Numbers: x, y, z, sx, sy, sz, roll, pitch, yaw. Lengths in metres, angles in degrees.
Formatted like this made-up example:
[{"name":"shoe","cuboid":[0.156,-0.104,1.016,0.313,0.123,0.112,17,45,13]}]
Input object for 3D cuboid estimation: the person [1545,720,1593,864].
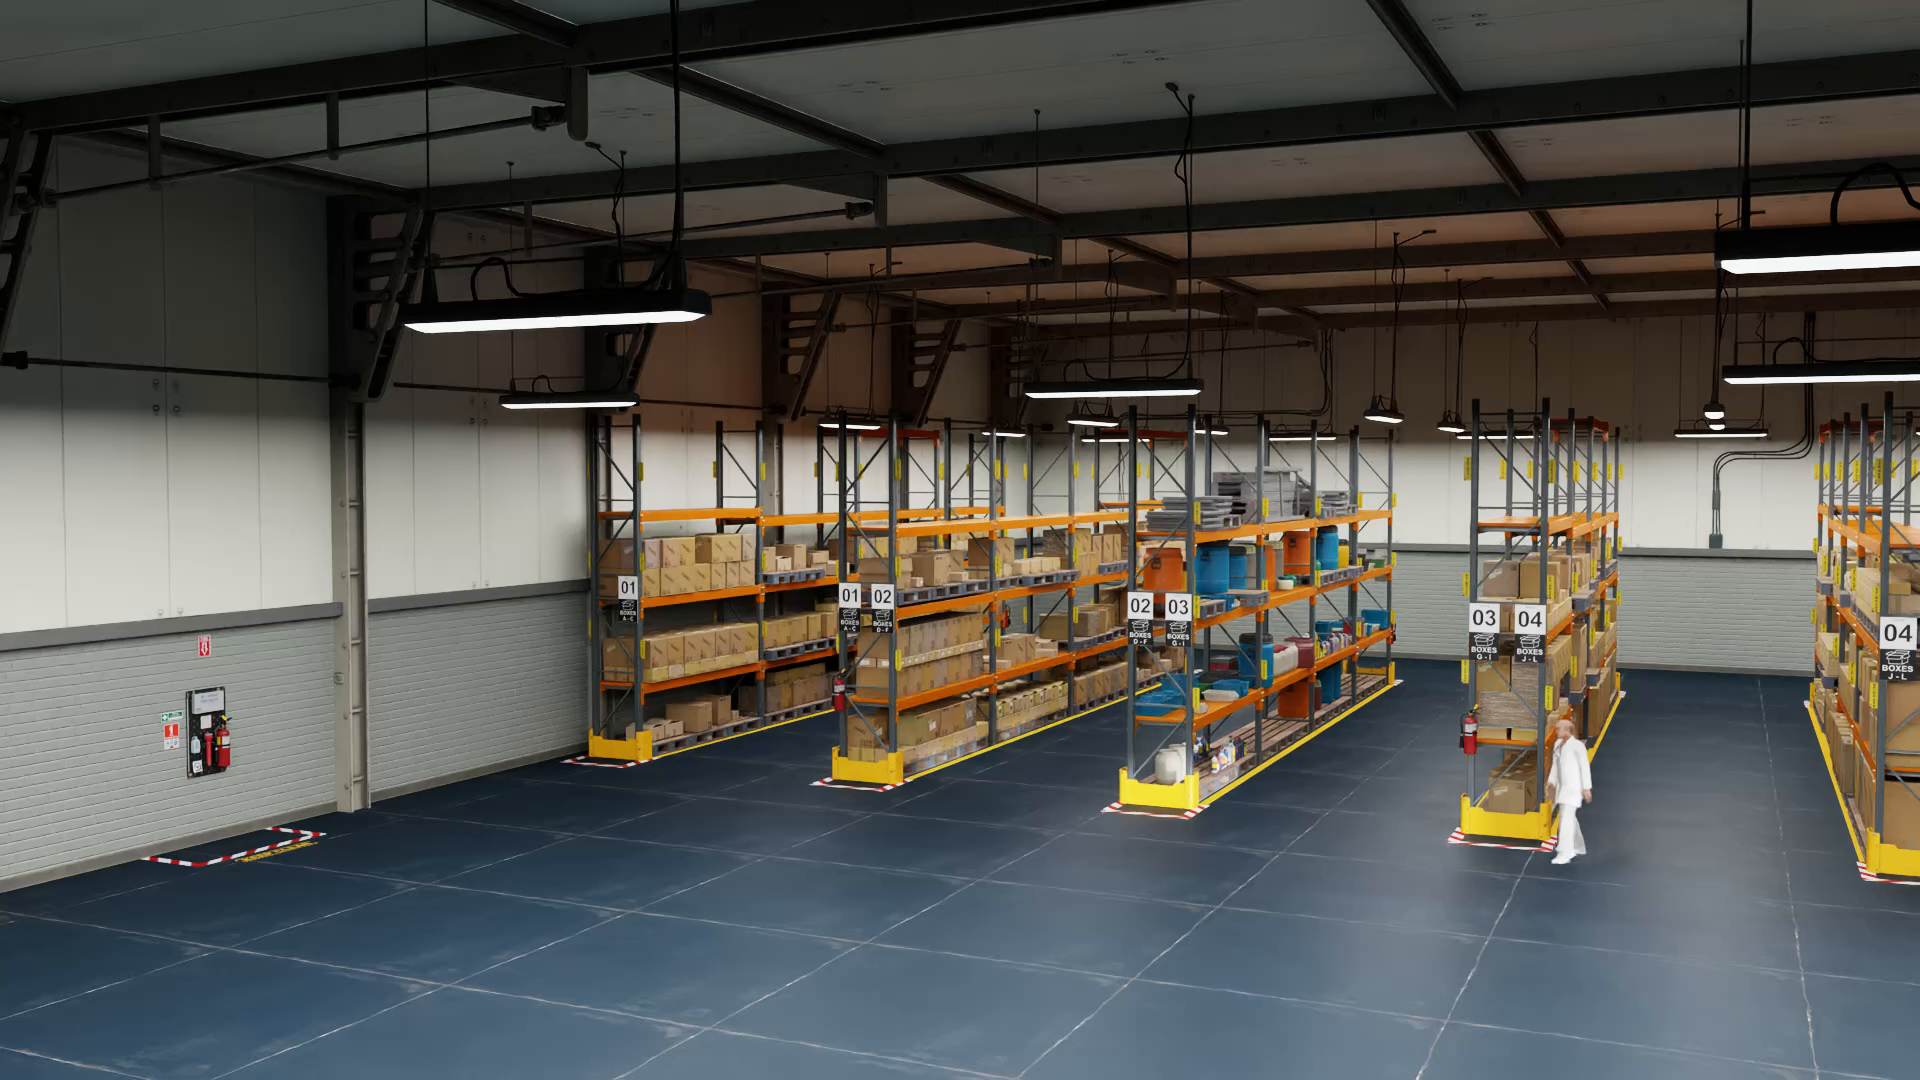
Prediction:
[{"name":"person","cuboid":[7.843,3.242,21.556,0.633,1.817,0.628,0,2,-9]}]
